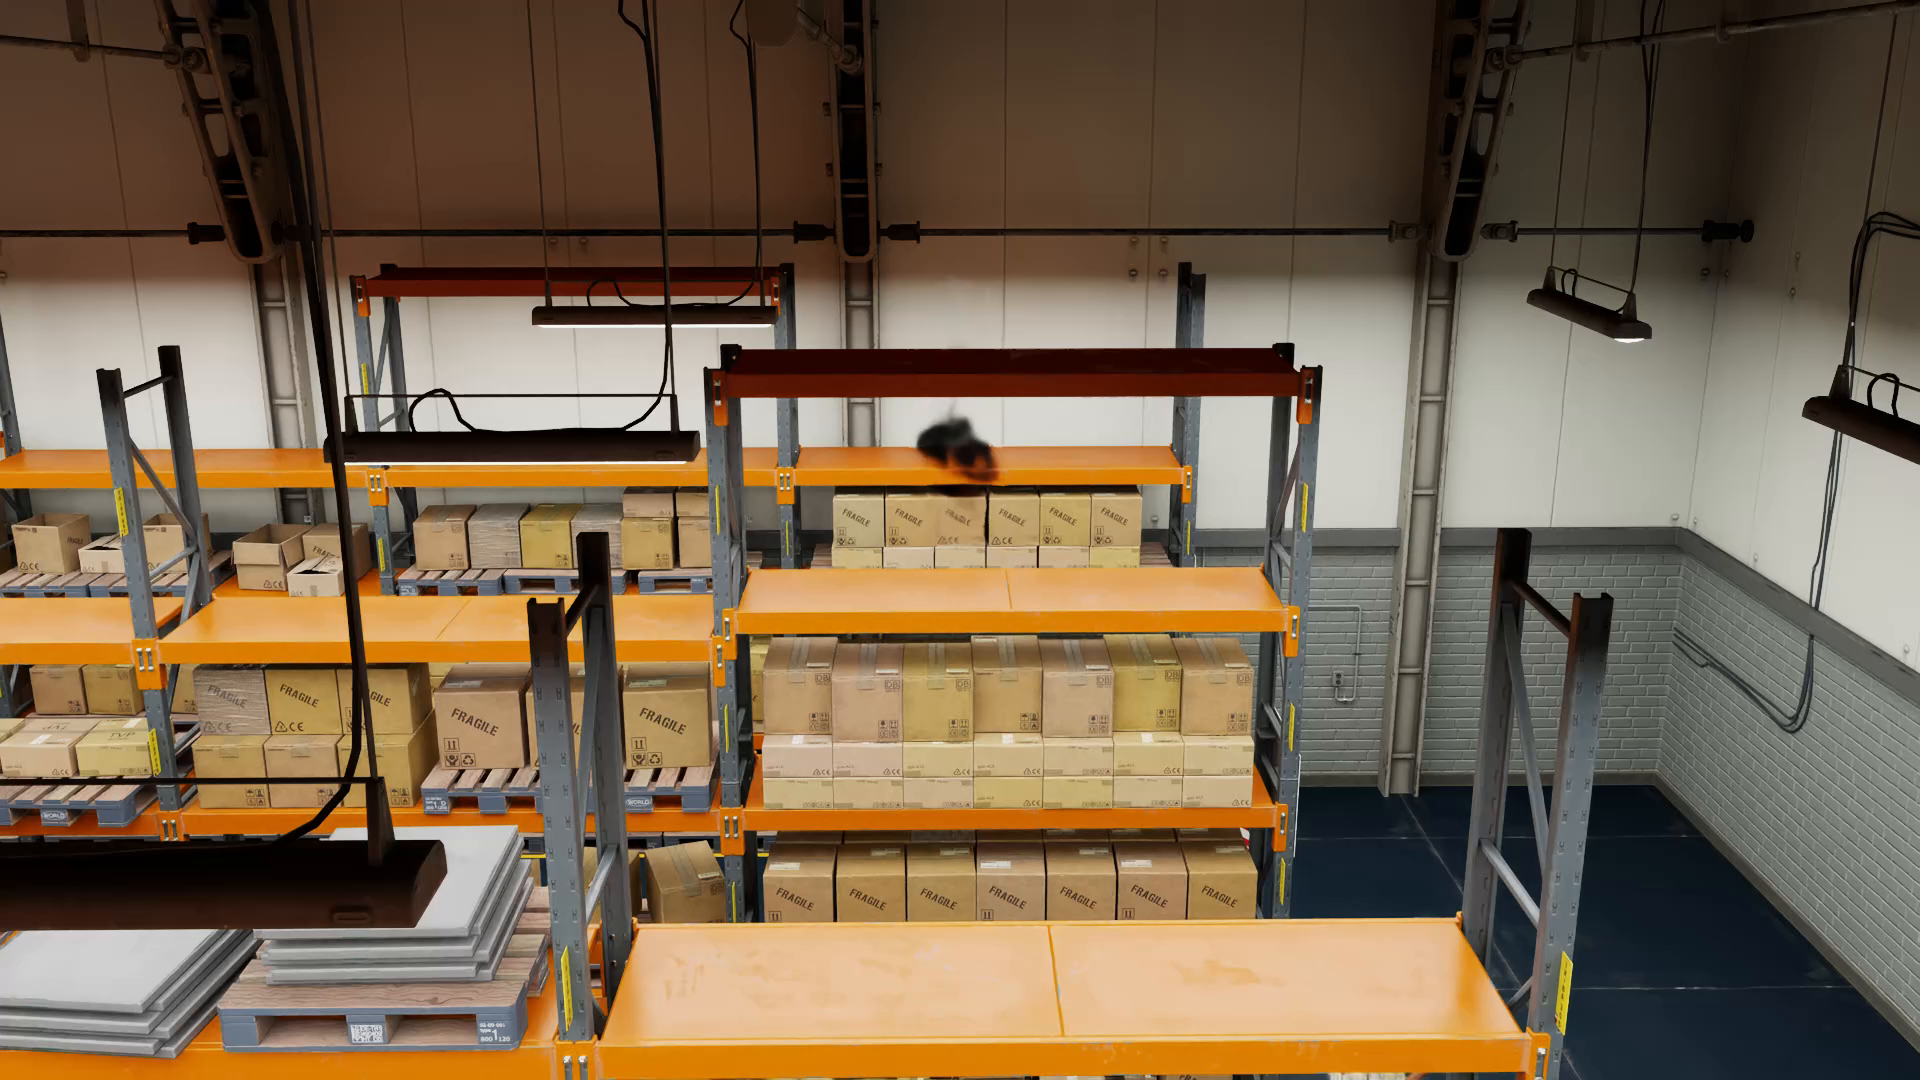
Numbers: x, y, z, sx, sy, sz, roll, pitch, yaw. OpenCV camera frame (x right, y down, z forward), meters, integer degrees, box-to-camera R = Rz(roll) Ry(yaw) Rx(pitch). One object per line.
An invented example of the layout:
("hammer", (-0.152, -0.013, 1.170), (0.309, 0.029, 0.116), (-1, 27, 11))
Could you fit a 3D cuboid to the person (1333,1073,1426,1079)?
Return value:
("person", (2.972, 3.938, 11.917), (0.723, 1.753, 0.731), (10, 19, 32))
